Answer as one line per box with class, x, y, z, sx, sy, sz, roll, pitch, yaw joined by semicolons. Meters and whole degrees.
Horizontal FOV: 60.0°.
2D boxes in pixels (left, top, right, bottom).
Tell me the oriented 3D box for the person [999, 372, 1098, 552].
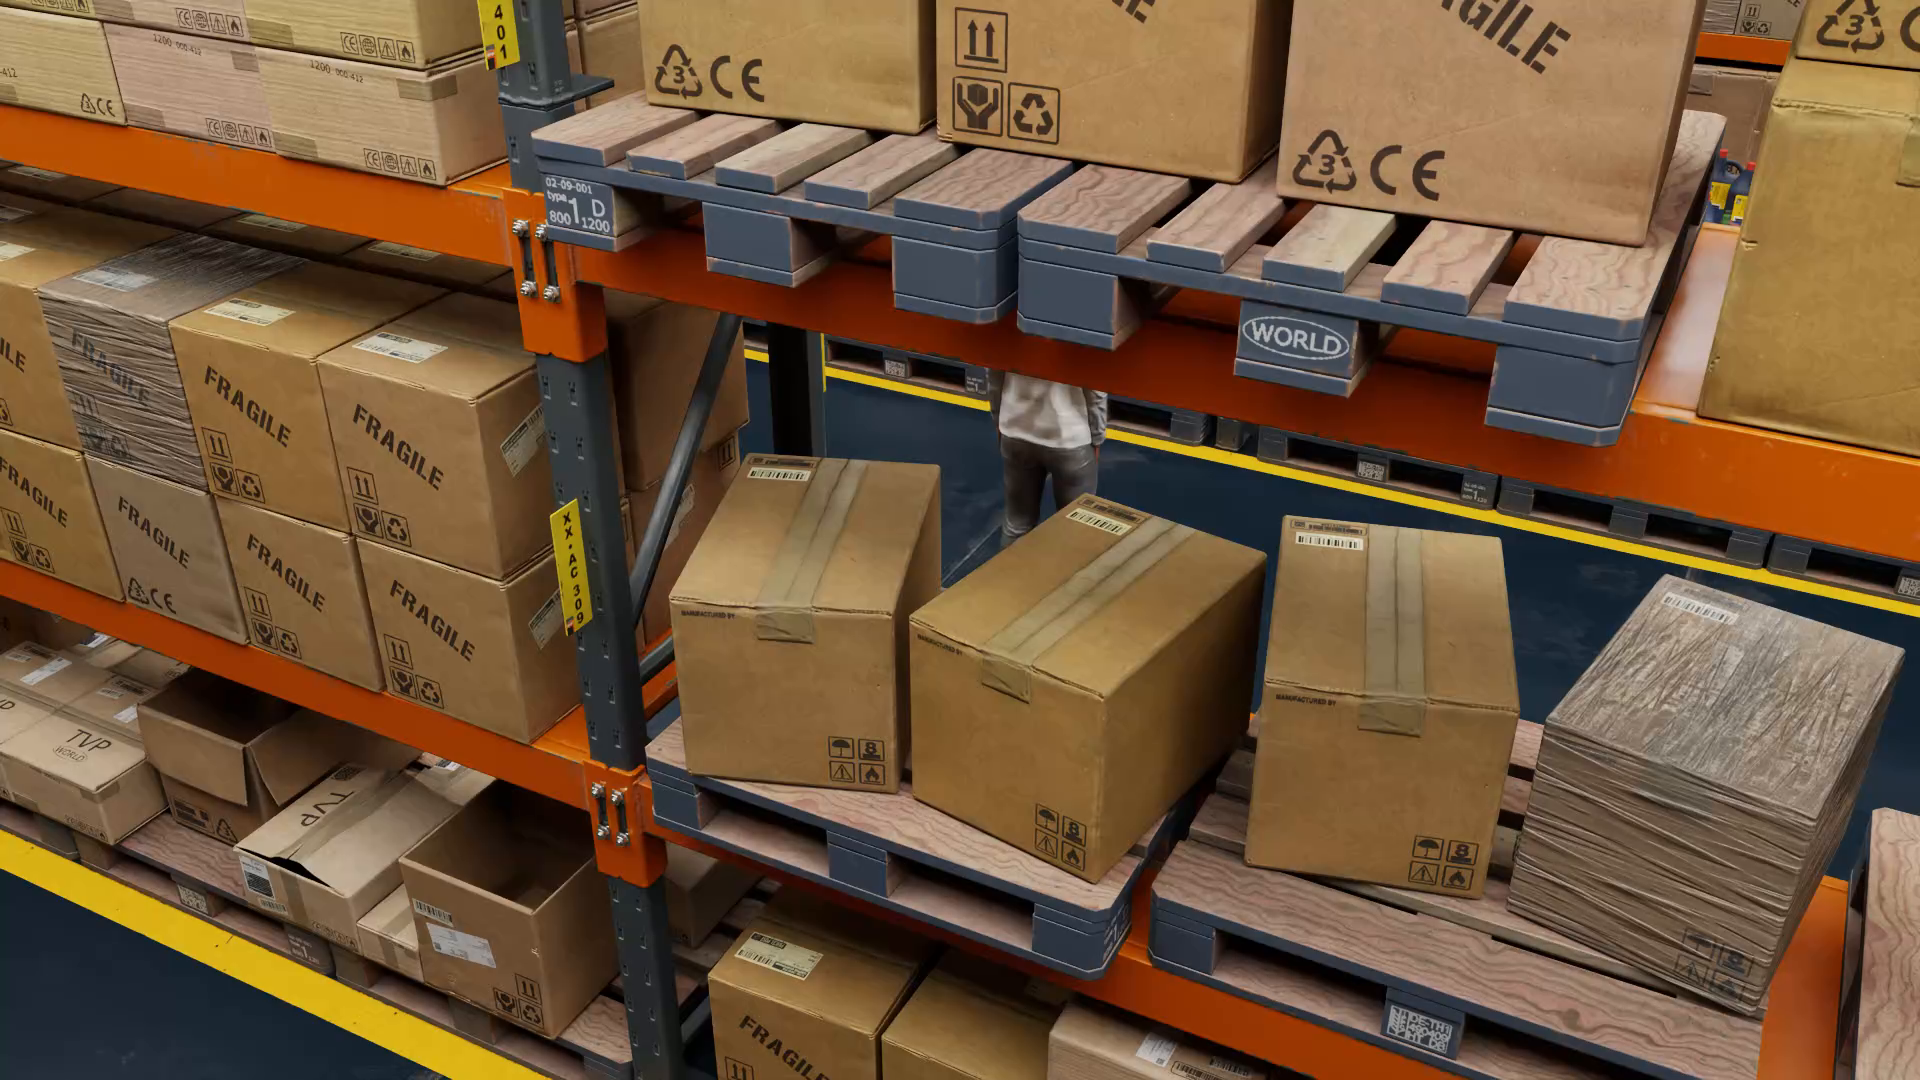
person;0.375;-0.367;6.925;0.447;1.472;0.358;15;33;24
